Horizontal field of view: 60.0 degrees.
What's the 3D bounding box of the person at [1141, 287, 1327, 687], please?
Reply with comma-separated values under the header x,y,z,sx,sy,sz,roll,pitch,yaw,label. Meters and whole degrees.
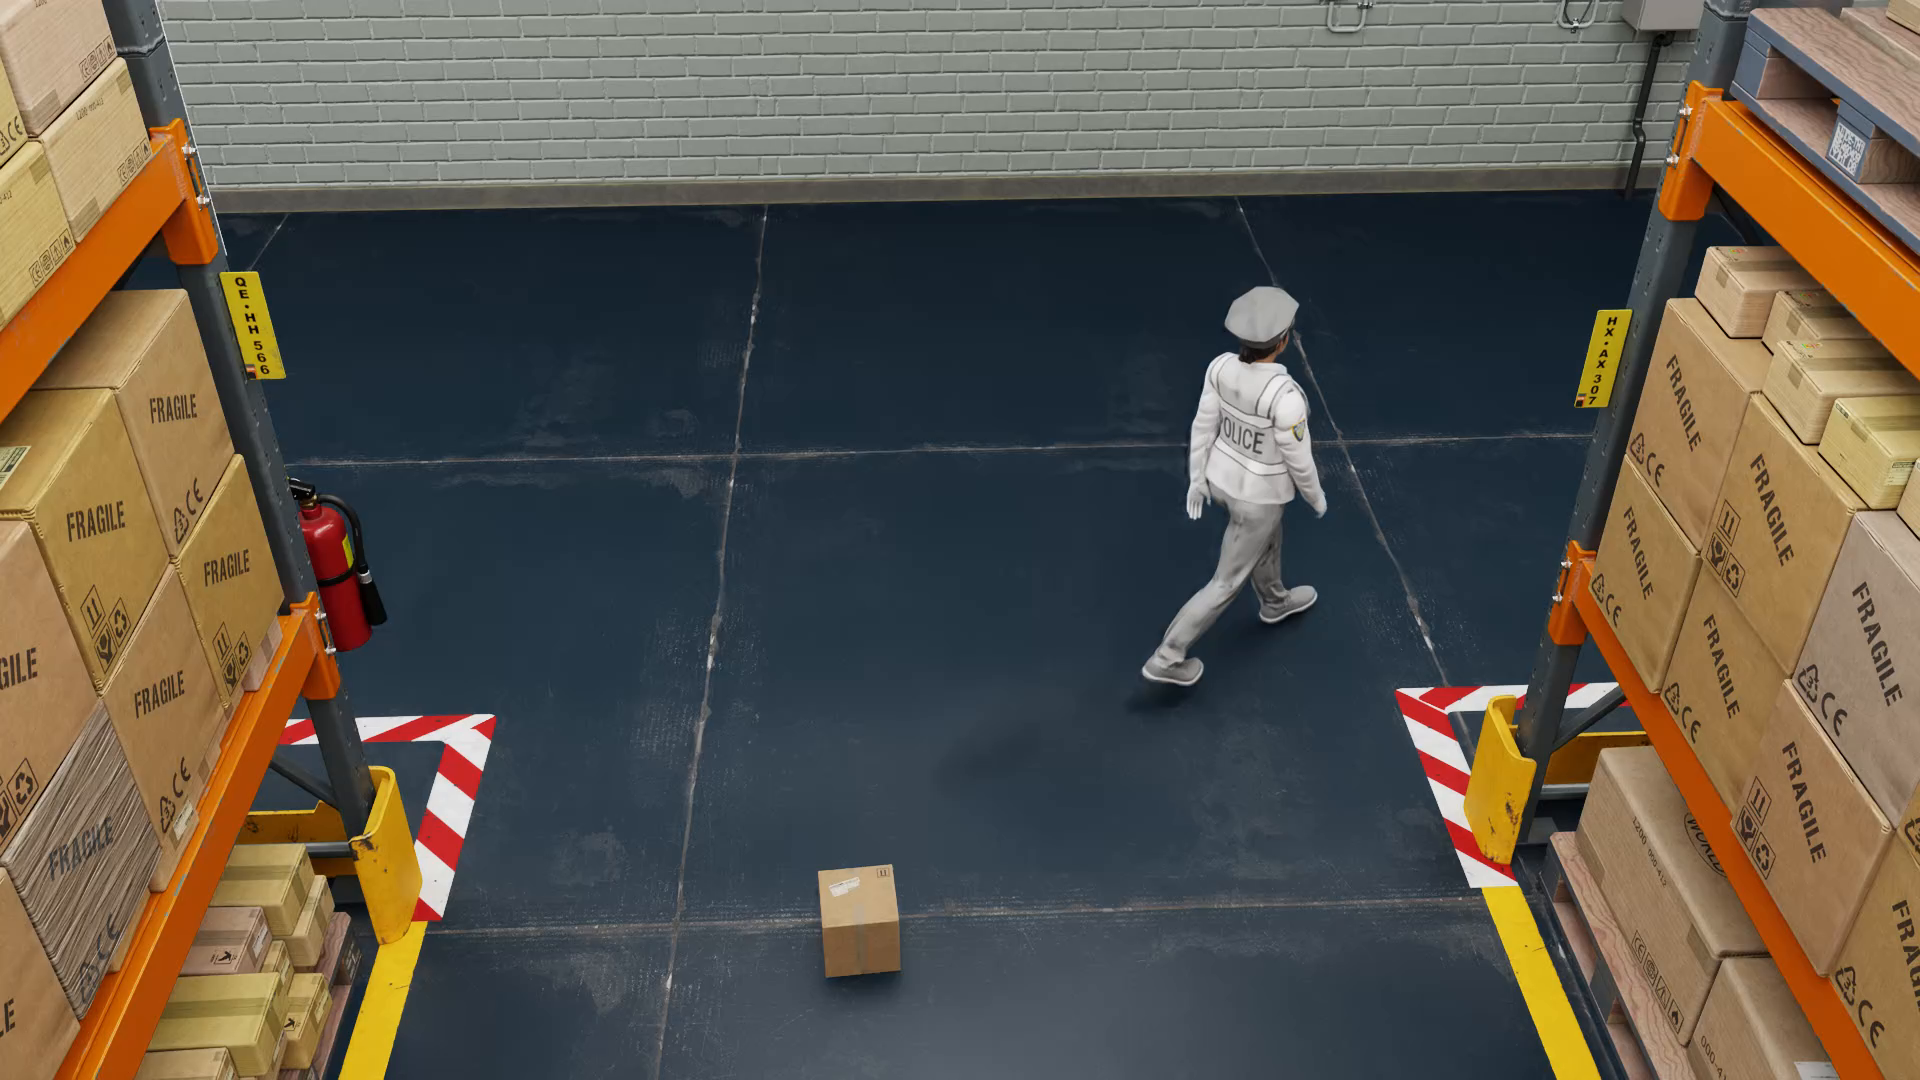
x,y,z,sx,sy,sz,roll,pitch,yaw,label
1.129,-0.214,6.412,1.017,1.634,0.484,-19,40,-25,person
